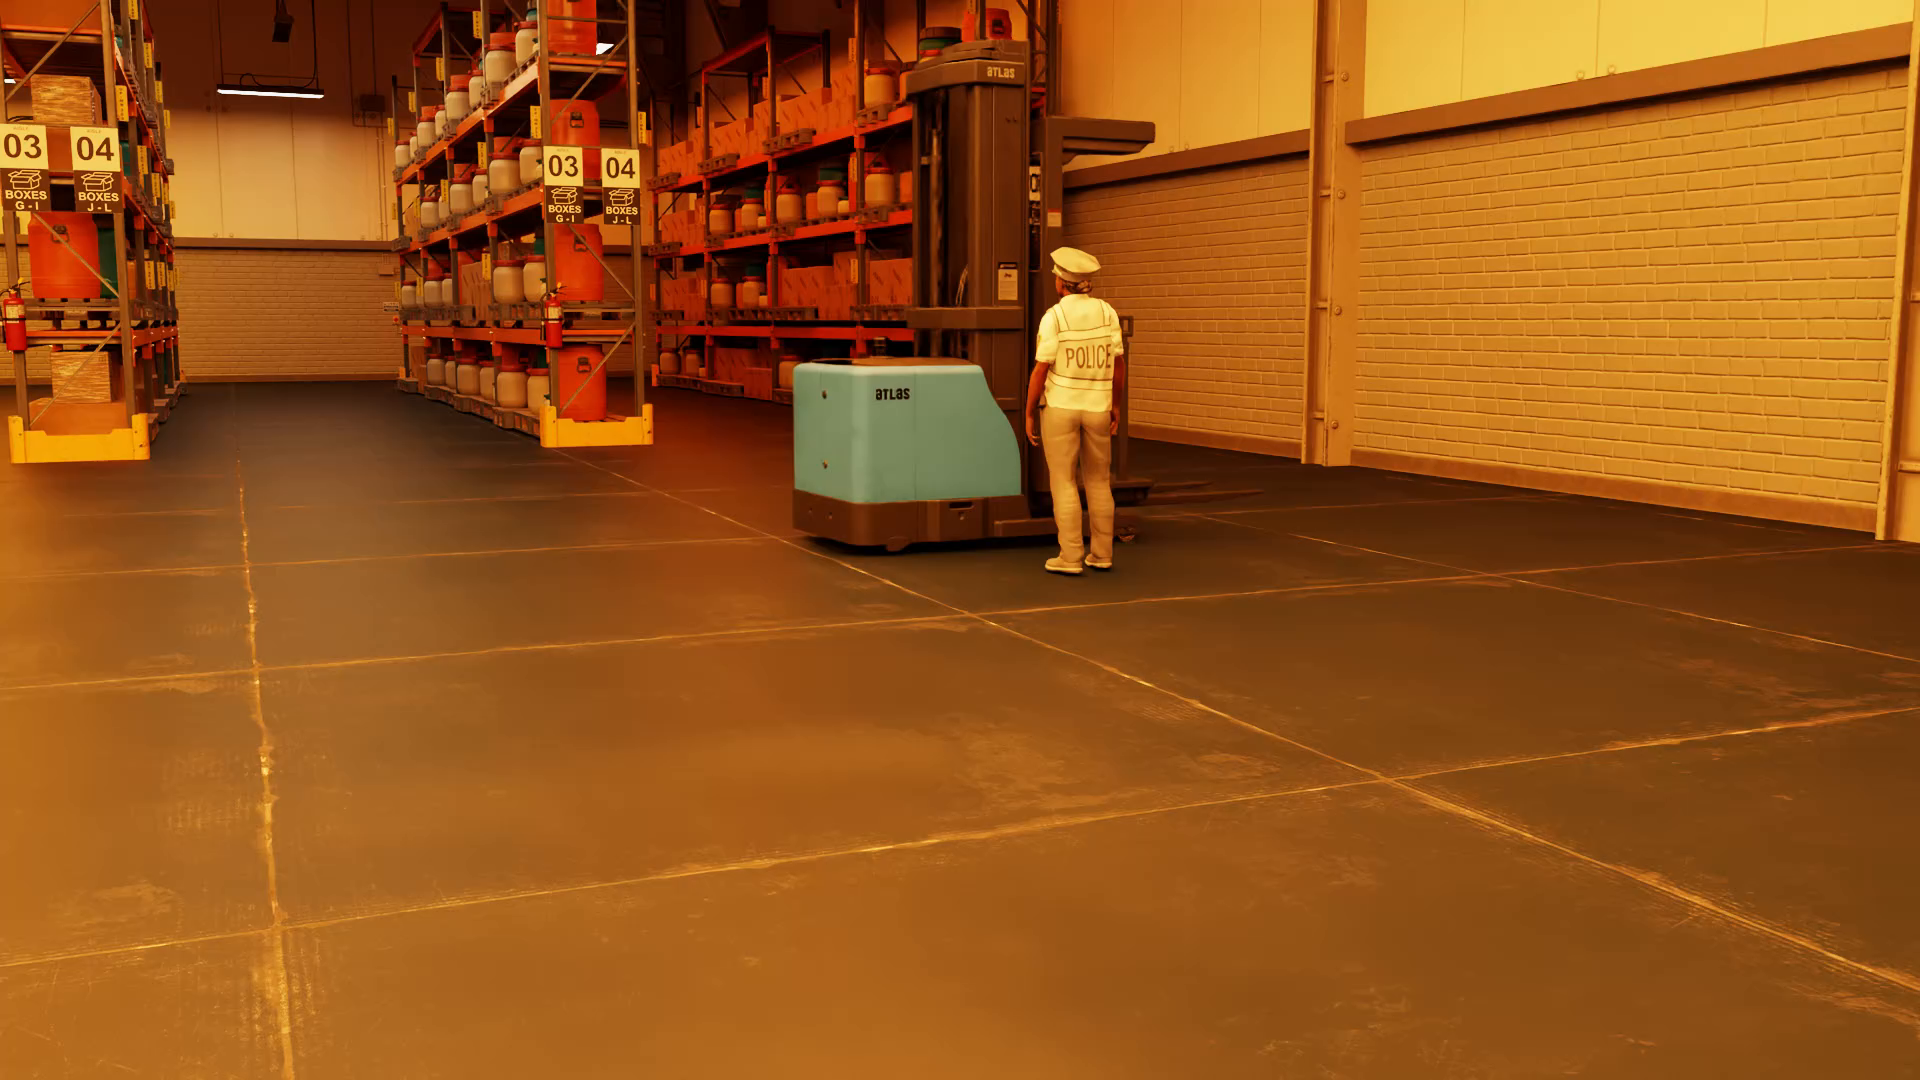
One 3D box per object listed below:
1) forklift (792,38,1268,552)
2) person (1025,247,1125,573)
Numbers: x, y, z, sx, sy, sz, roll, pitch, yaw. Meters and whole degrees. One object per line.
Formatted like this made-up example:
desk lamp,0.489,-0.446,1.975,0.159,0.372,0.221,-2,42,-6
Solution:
forklift,0.519,-1.497,10.292,3.031,2.935,1.130,-4,8,-28
person,0.592,-0.672,8.711,0.570,1.695,0.530,-3,8,-19
